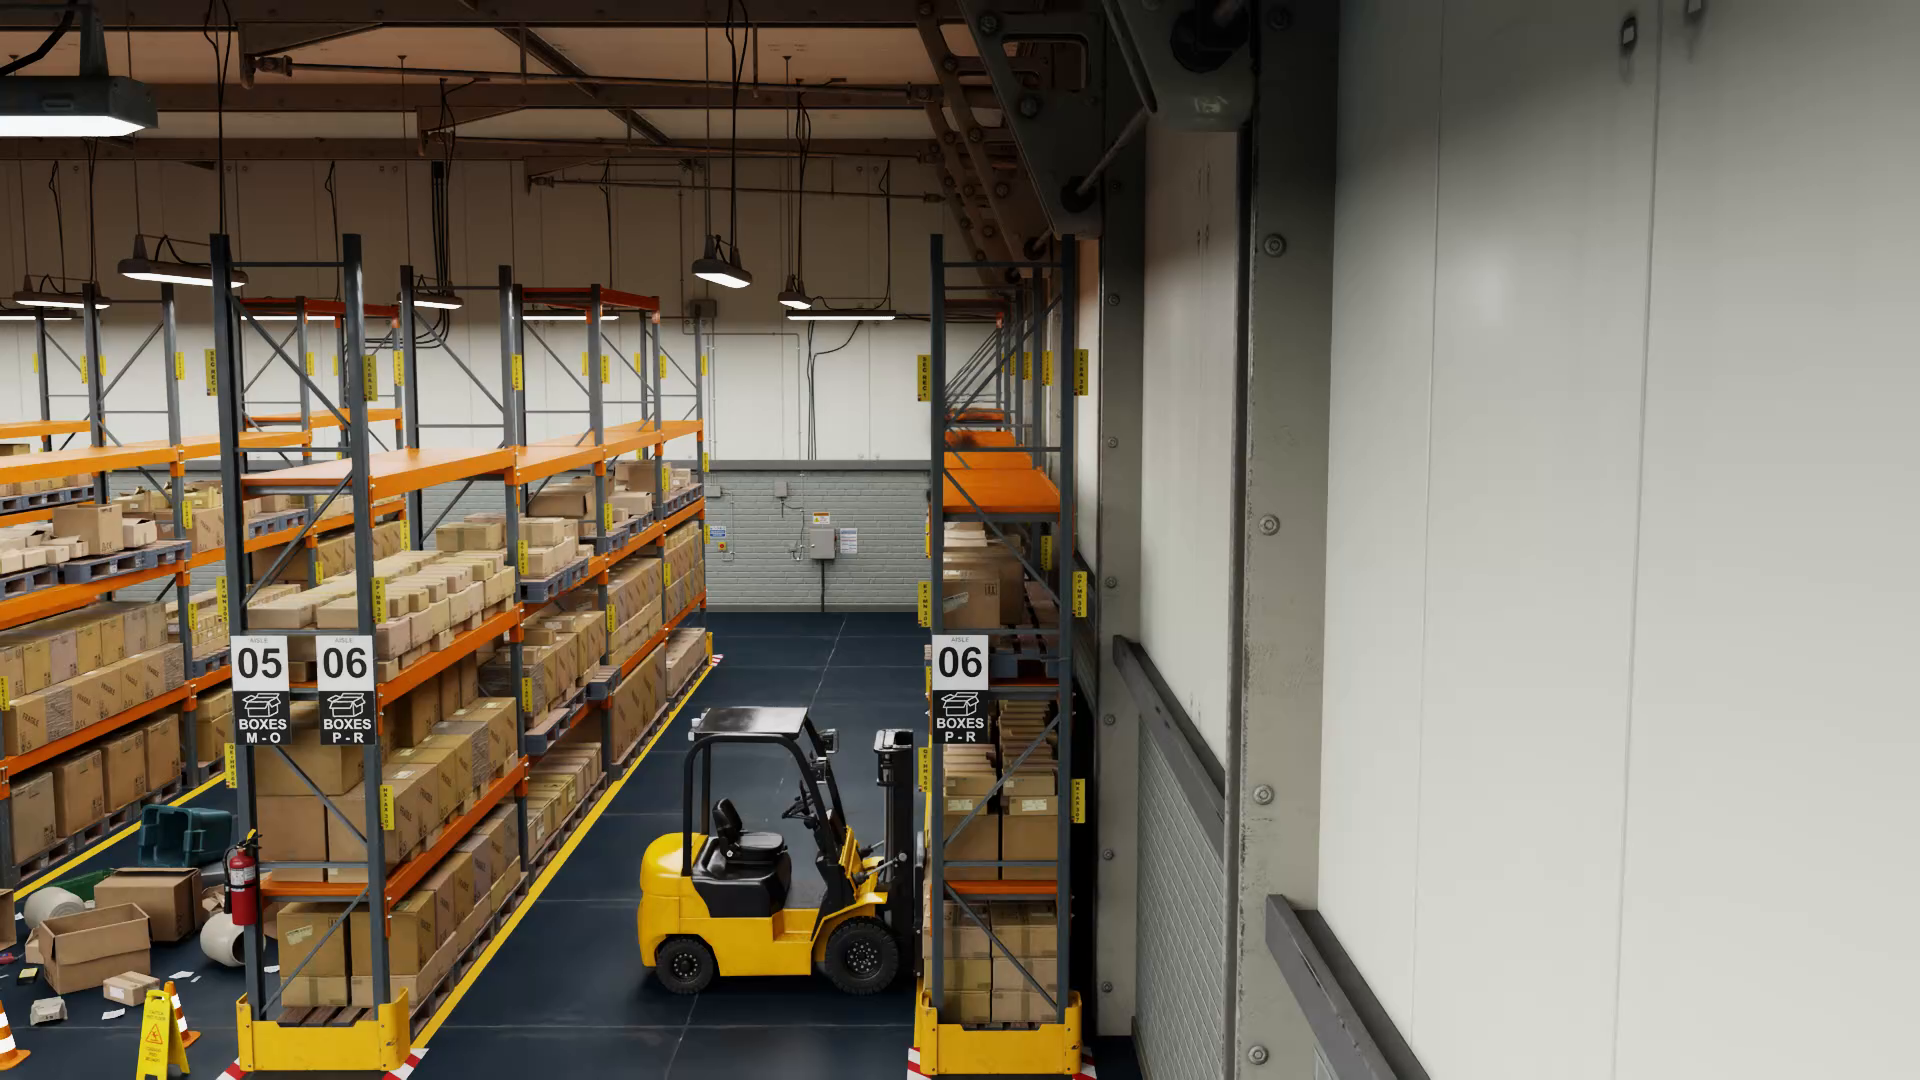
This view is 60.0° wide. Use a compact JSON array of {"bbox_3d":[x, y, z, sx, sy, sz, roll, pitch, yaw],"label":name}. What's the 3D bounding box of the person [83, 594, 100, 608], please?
[{"bbox_3d":[-12.866,1.552,24.985,0.706,1.753,0.692,-1,6,-7],"label":"person"}]
